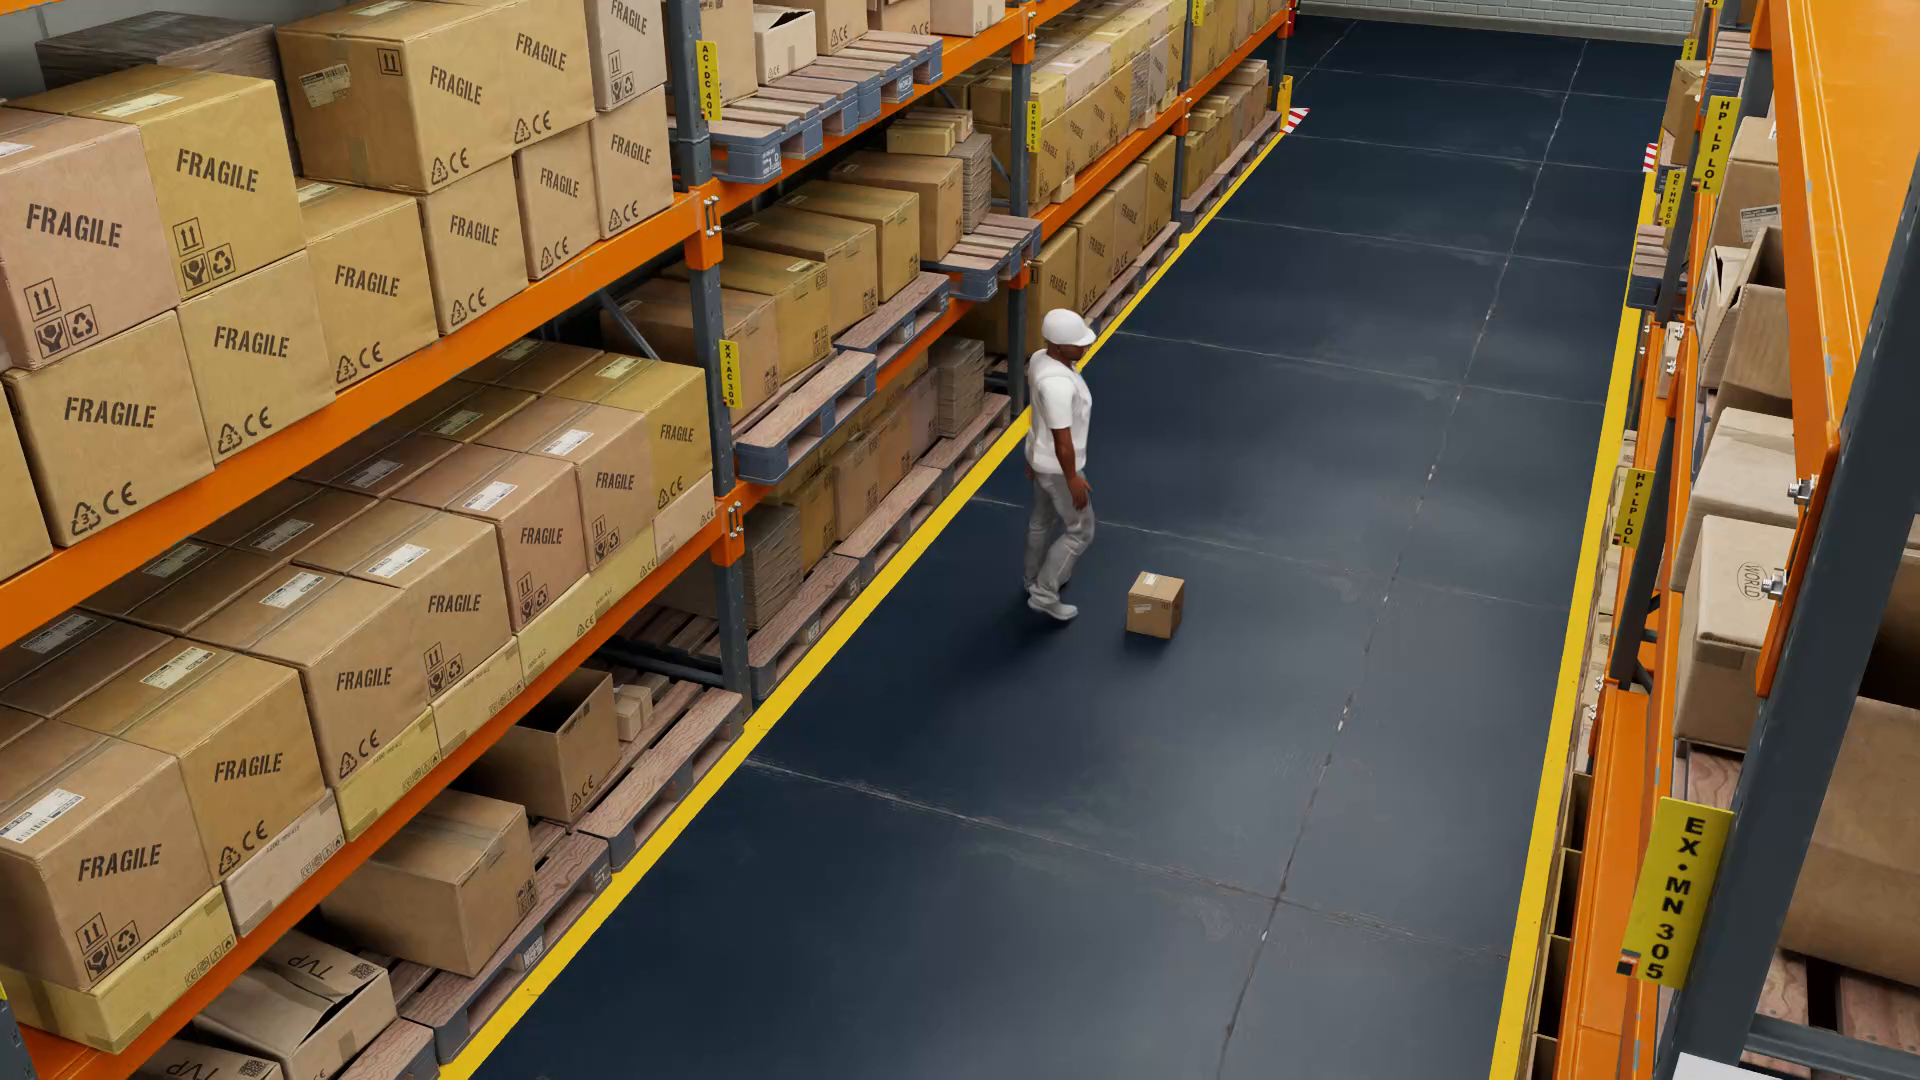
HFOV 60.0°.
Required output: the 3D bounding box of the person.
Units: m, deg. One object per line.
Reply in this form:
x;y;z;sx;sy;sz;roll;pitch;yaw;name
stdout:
0.535;-0.419;9.048;0.371;1.767;0.606;-4;30;-7;person
